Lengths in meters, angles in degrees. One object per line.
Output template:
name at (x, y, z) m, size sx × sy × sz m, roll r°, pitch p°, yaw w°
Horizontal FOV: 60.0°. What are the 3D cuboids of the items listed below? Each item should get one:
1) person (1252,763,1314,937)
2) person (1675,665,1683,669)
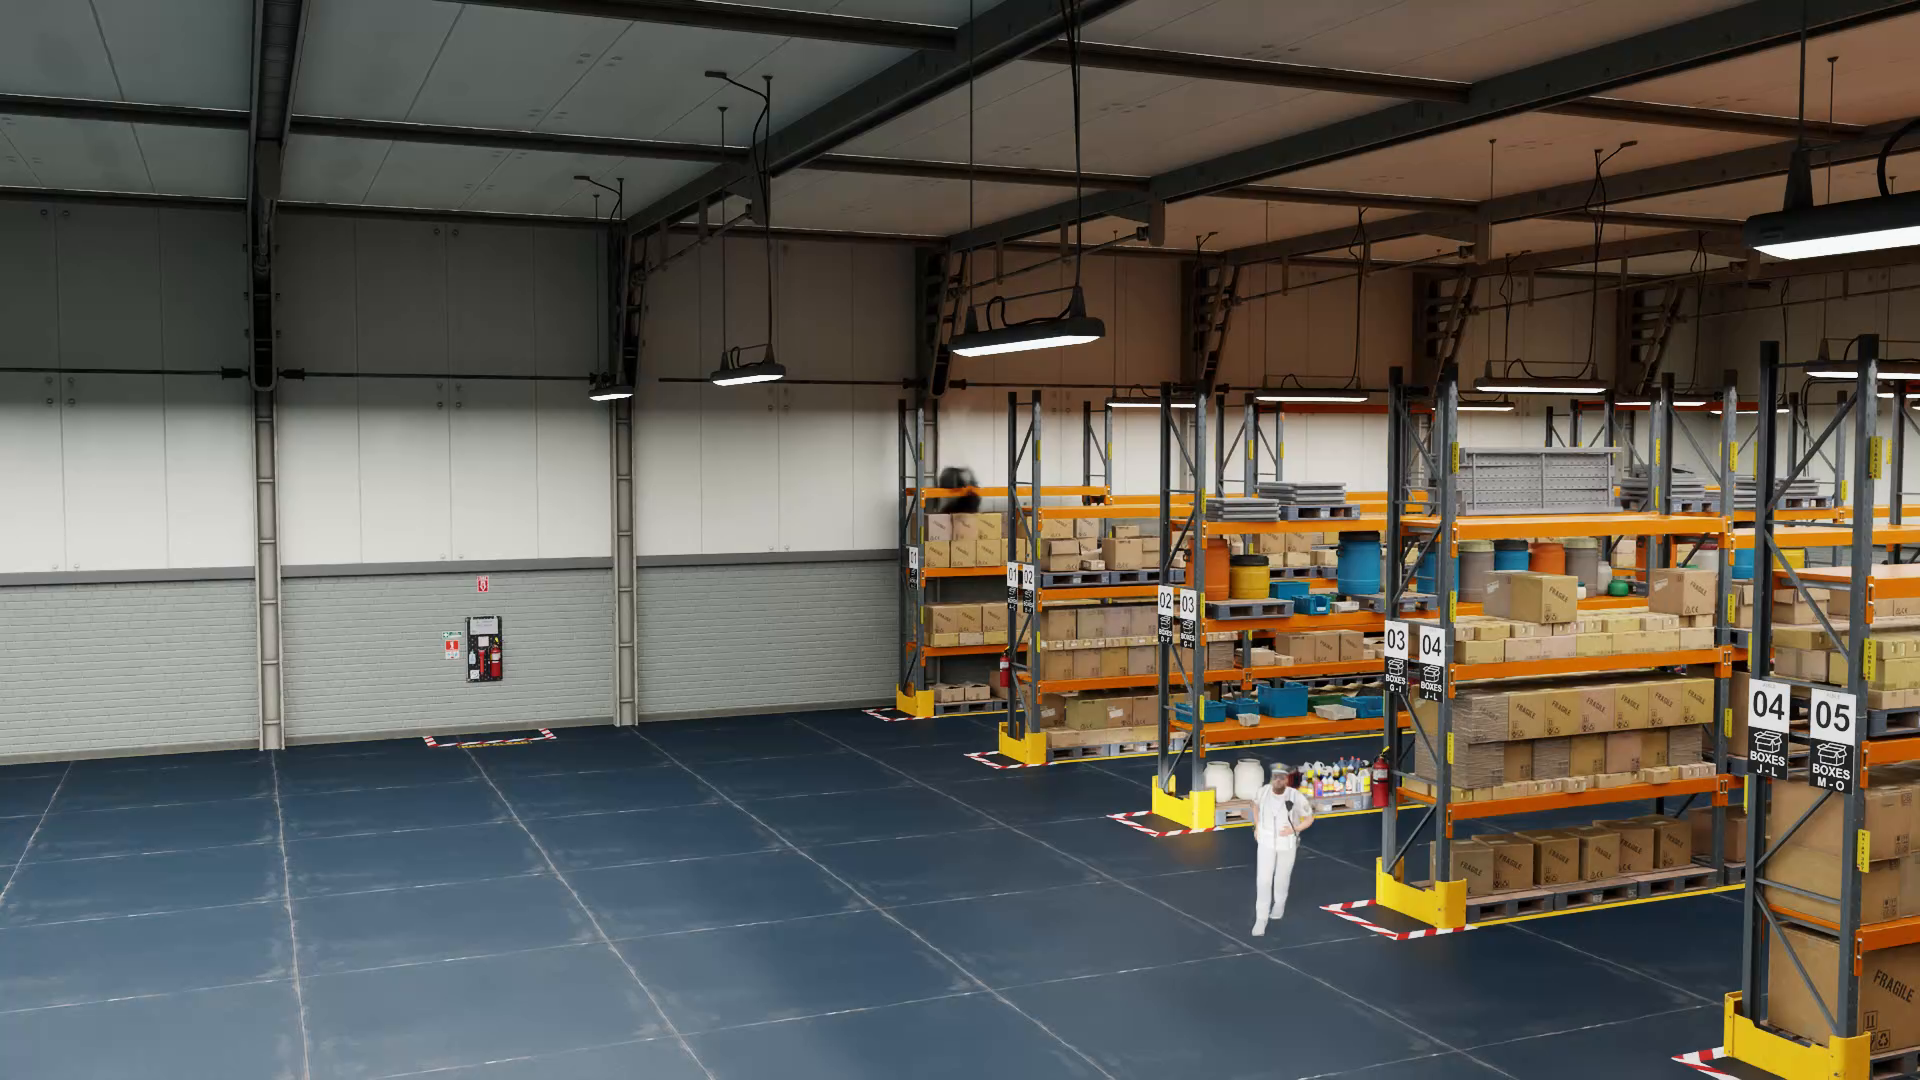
person at (3.427, 3.245, 17.674) m, size 0.662 × 1.833 × 0.840 m, roll 1°, pitch 4°, yaw 19°
person at (12.575, 2.619, 28.712) m, size 0.872 × 1.761 × 0.700 m, roll -2°, pitch 4°, yaw -26°
